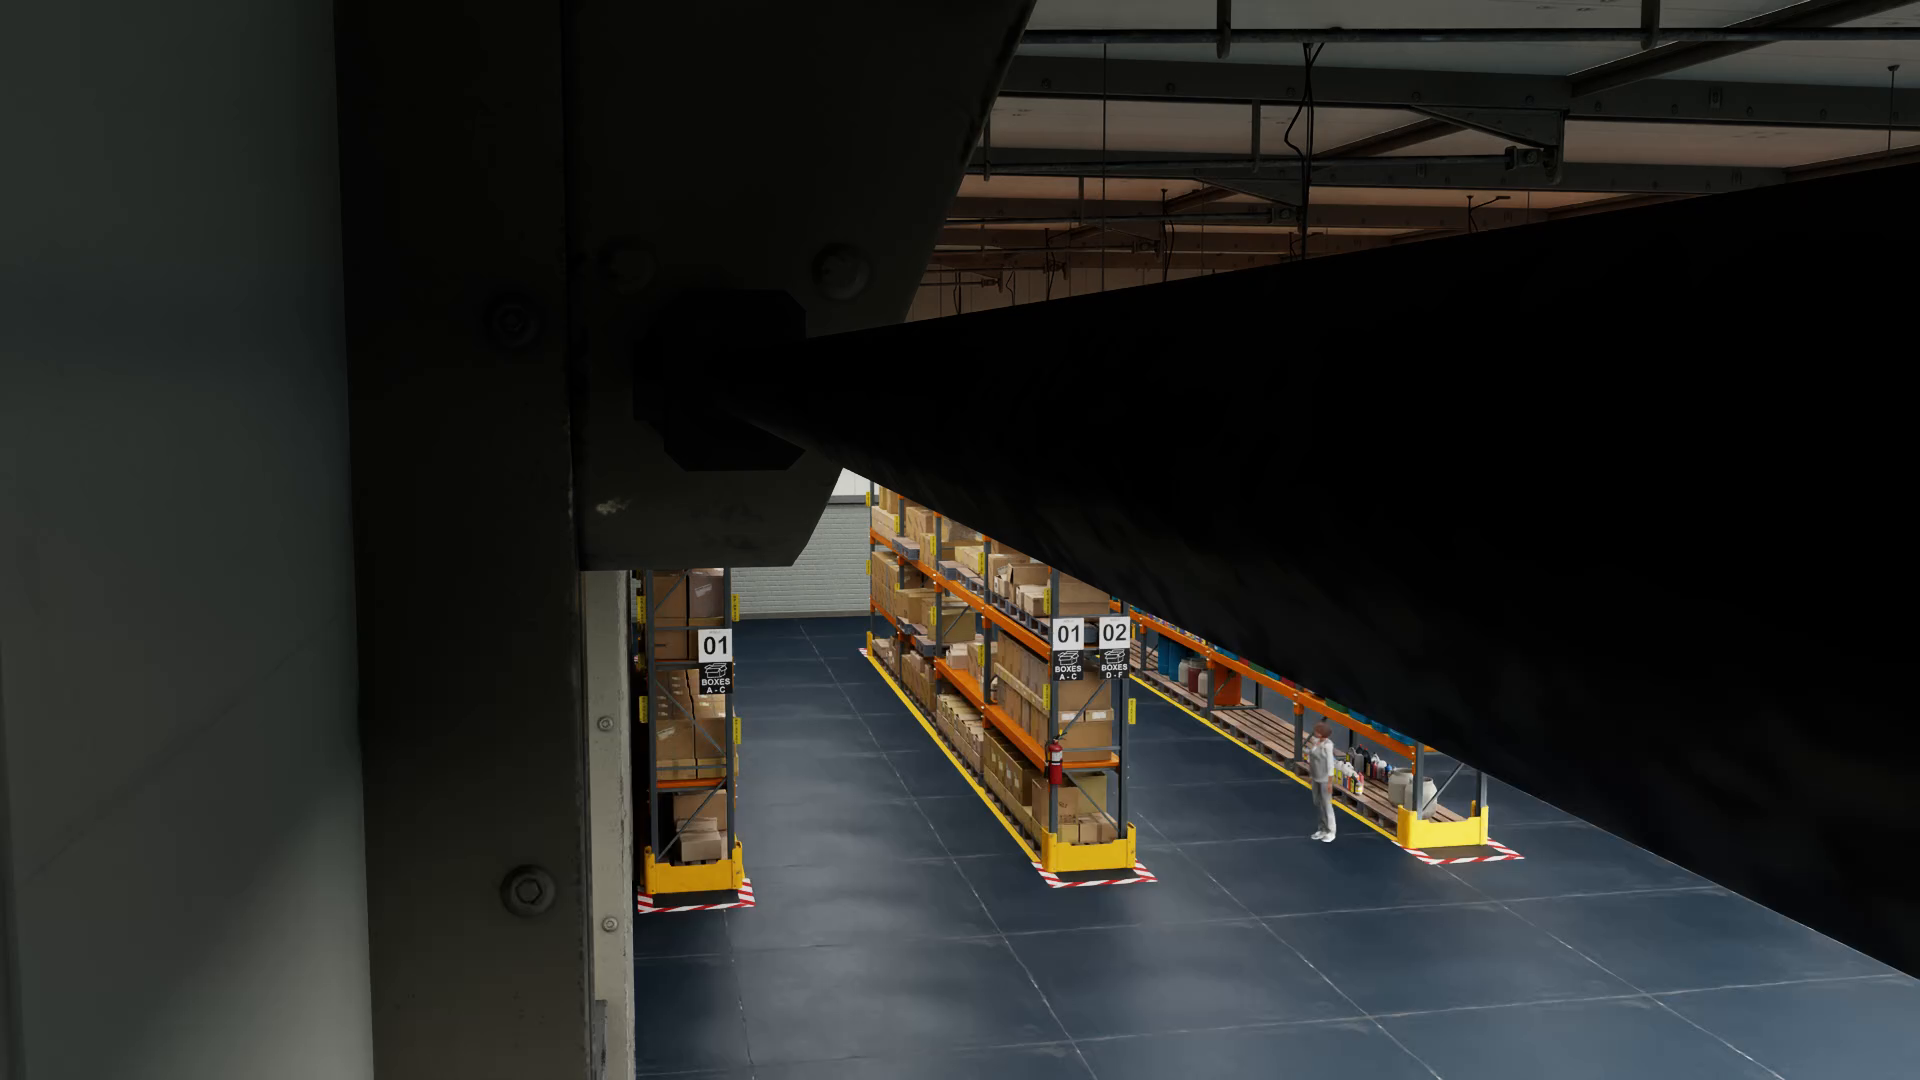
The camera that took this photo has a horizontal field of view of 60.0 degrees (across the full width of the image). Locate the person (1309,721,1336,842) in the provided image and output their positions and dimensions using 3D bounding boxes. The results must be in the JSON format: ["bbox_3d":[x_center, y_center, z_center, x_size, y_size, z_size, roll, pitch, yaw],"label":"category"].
[{"bbox_3d":[4.853,3.227,22.200,0.347,1.631,0.512,-2,6,-17],"label":"person"}]
